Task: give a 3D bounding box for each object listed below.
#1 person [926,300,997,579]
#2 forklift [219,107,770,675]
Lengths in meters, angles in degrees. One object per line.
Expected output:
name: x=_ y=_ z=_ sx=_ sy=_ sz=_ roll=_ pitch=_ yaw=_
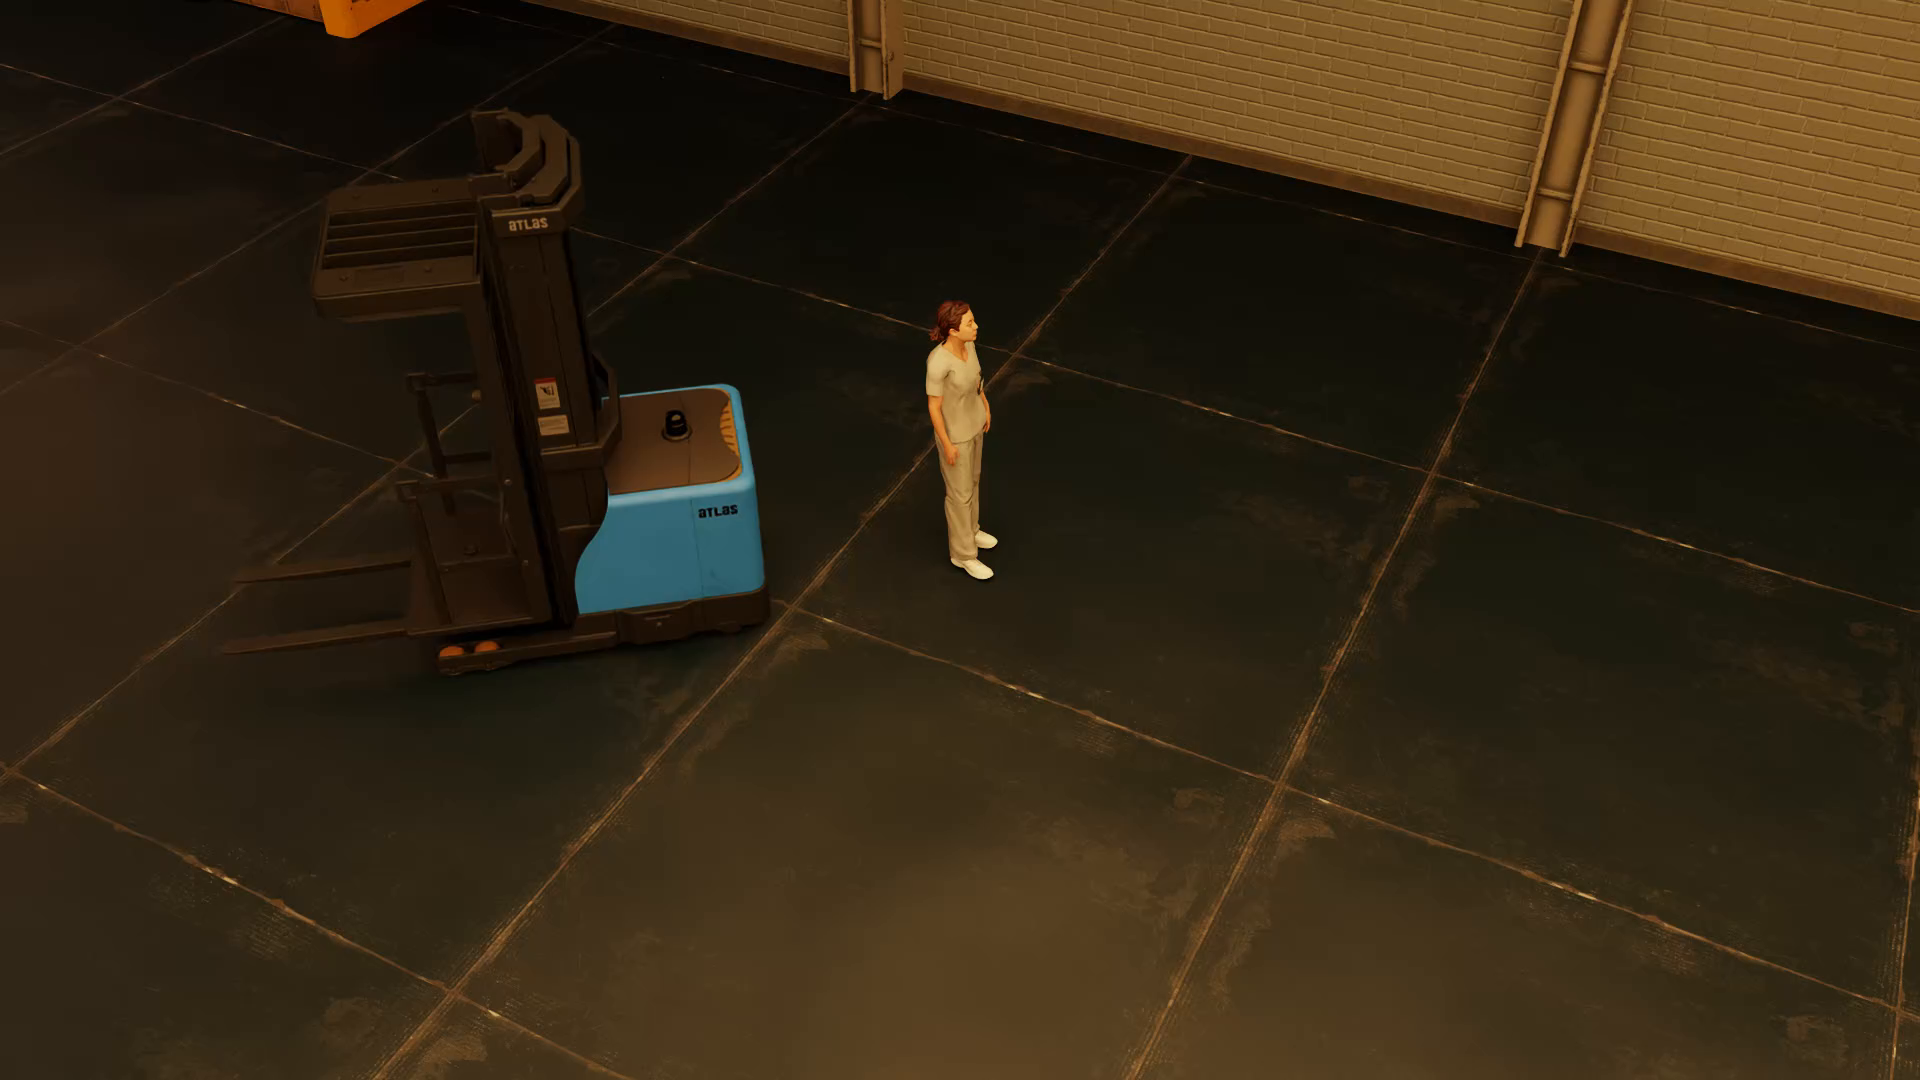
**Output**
person: x=0.059 y=-0.617 z=9.682 sx=0.548 sy=1.674 sz=0.549 roll=18 pitch=43 yaw=21
forklift: x=-2.671 y=-0.732 z=8.856 sx=3.031 sy=2.935 sz=1.130 roll=-7 pitch=41 yaw=-9
